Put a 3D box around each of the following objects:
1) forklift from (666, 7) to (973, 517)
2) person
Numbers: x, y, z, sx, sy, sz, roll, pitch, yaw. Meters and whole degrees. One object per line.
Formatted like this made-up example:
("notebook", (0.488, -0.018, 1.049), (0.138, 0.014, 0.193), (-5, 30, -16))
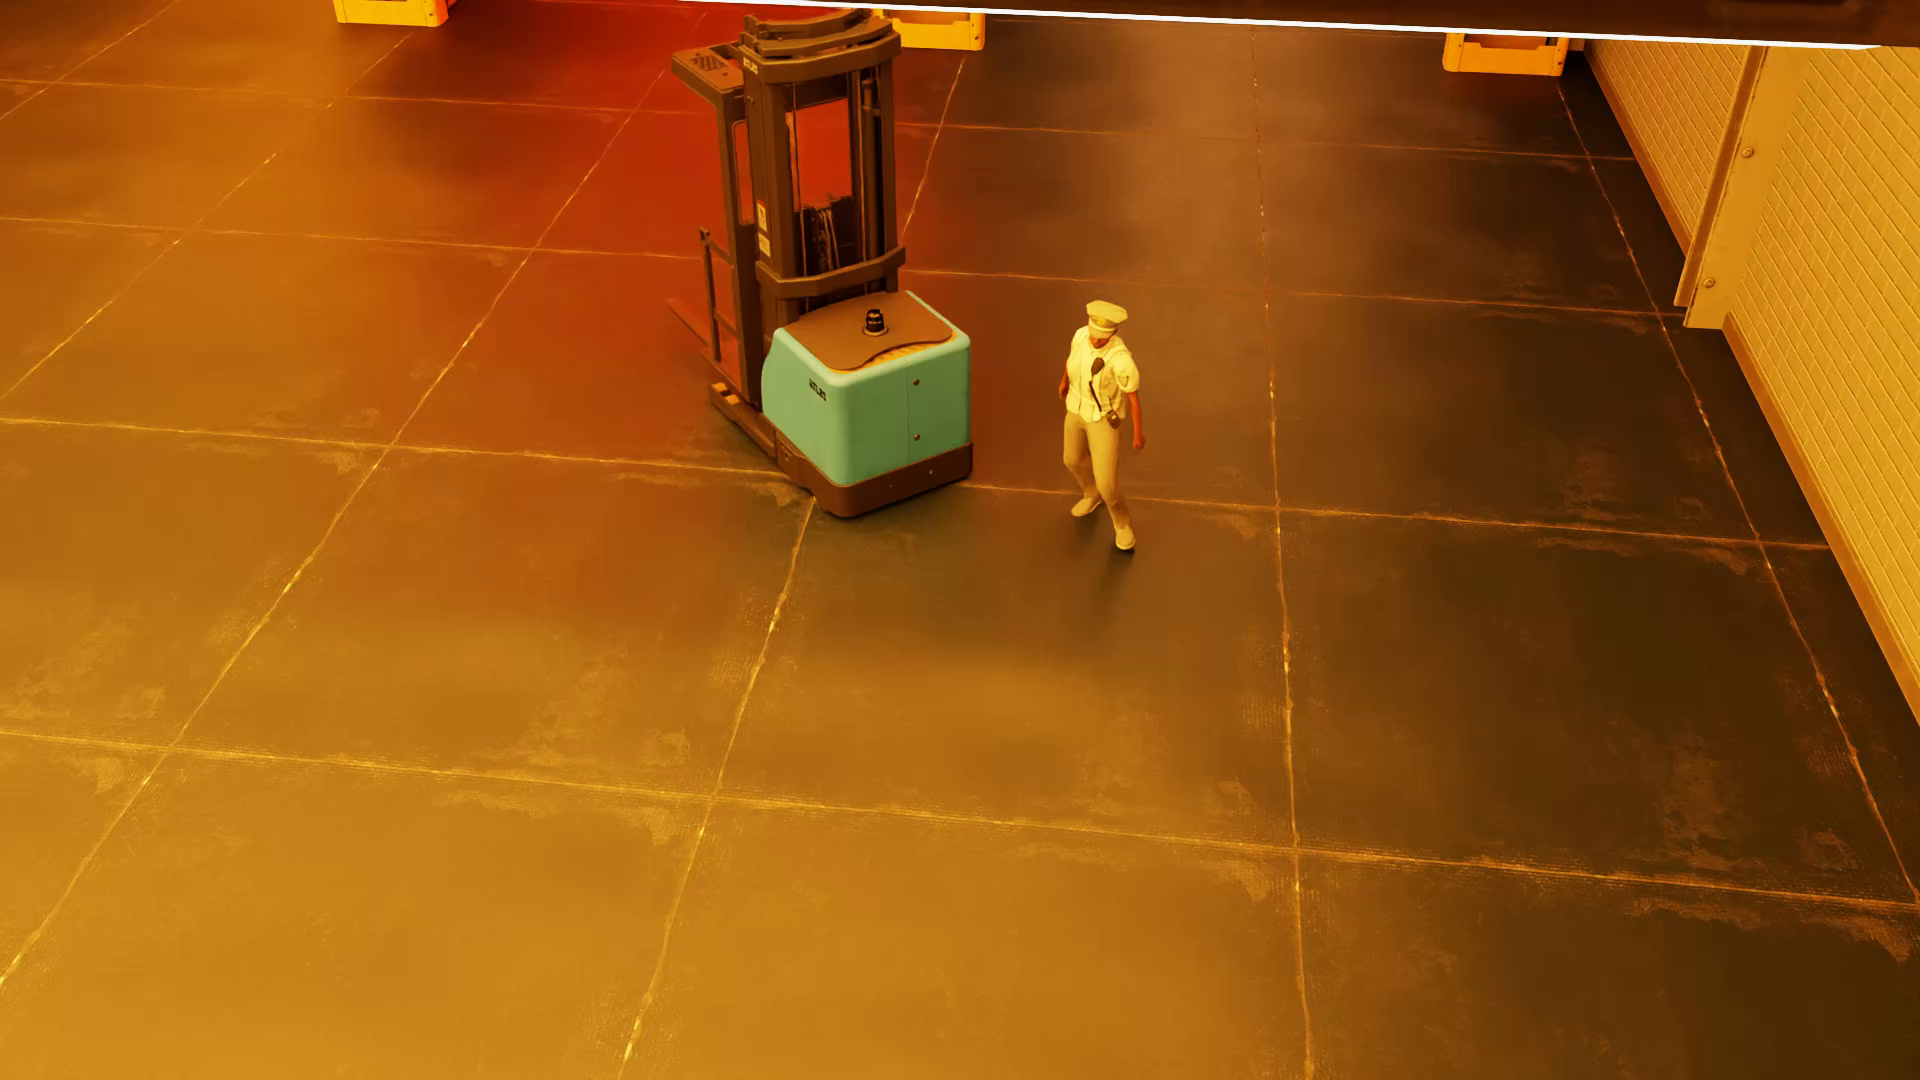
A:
("forklift", (-1.130, -2.166, 10.968), (1.130, 2.935, 3.031), (-21, 41, -26))
("person", (0.863, -0.759, 10.198), (0.444, 1.648, 0.813), (-24, 43, -29))
